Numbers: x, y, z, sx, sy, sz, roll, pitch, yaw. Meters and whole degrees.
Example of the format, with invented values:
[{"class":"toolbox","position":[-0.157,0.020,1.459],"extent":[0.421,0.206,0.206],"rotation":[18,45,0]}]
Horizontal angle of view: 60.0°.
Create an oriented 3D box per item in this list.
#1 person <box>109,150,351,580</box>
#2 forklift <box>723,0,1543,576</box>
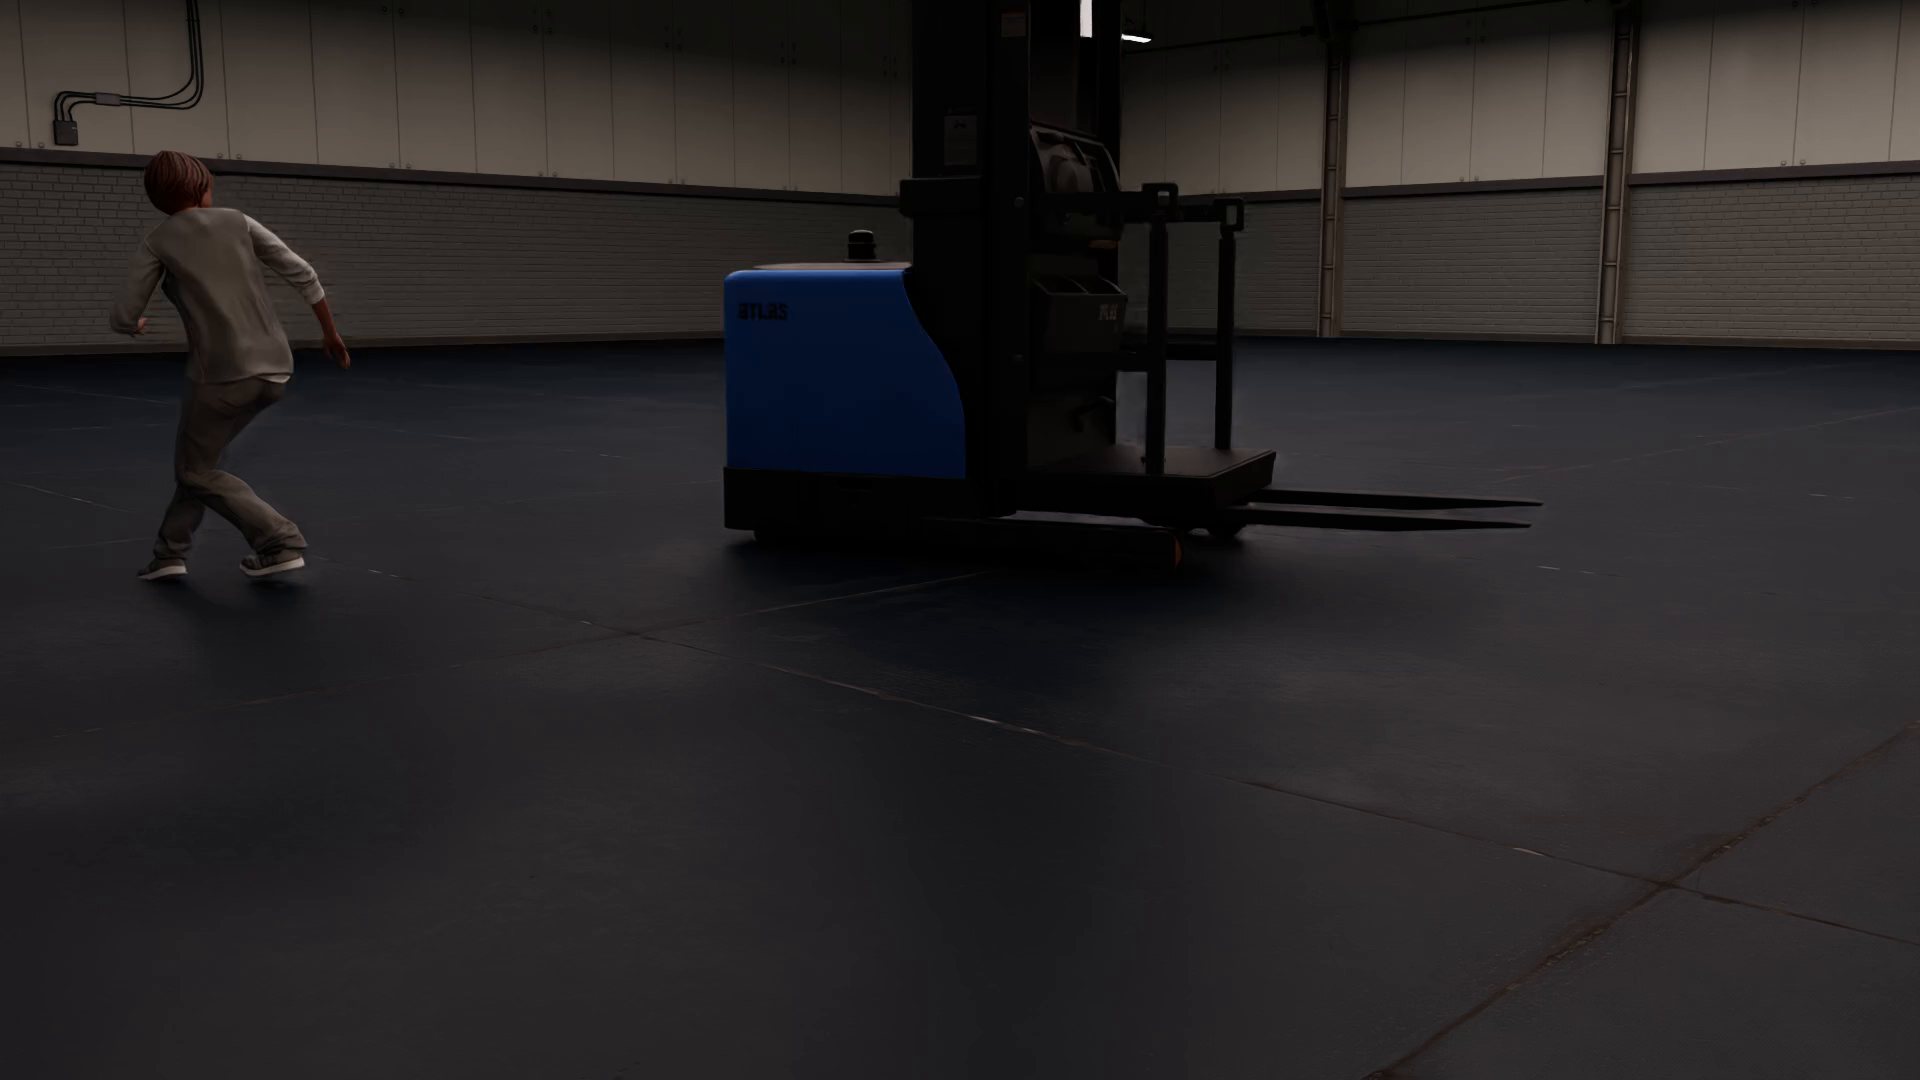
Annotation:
[{"class":"person","position":[-2.551,-0.587,5.775],"extent":[0.755,1.481,0.676],"rotation":[5,10,31]},{"class":"forklift","position":[0.631,-1.410,6.239],"extent":[3.031,2.935,1.130],"rotation":[4,9,22]}]
